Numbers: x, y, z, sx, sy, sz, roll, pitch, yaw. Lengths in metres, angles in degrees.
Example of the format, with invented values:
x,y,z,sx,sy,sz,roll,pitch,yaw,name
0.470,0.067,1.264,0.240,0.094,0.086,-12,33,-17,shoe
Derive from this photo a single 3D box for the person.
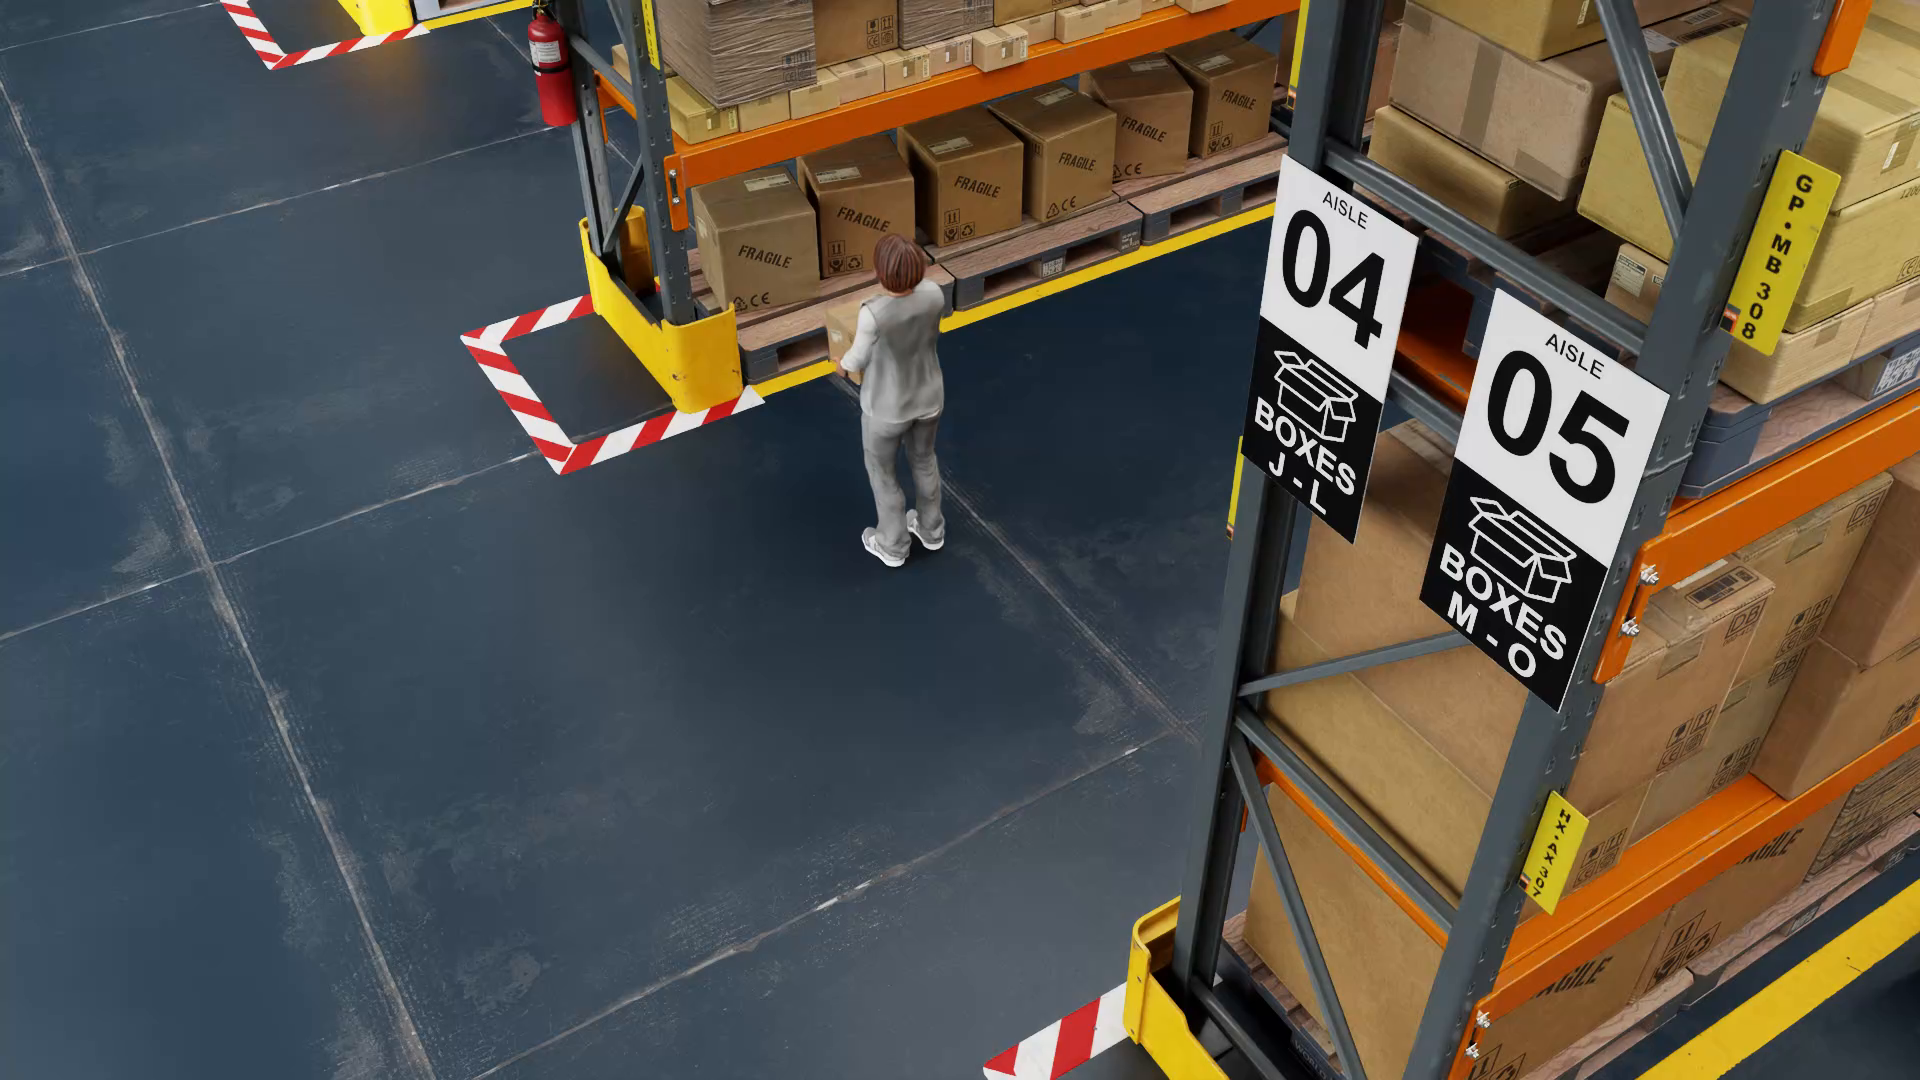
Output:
x,y,z,sx,sy,sz,roll,pitch,yaw,name
-0.286,-0.608,6.855,0.425,1.596,0.489,-23,46,-24,person
